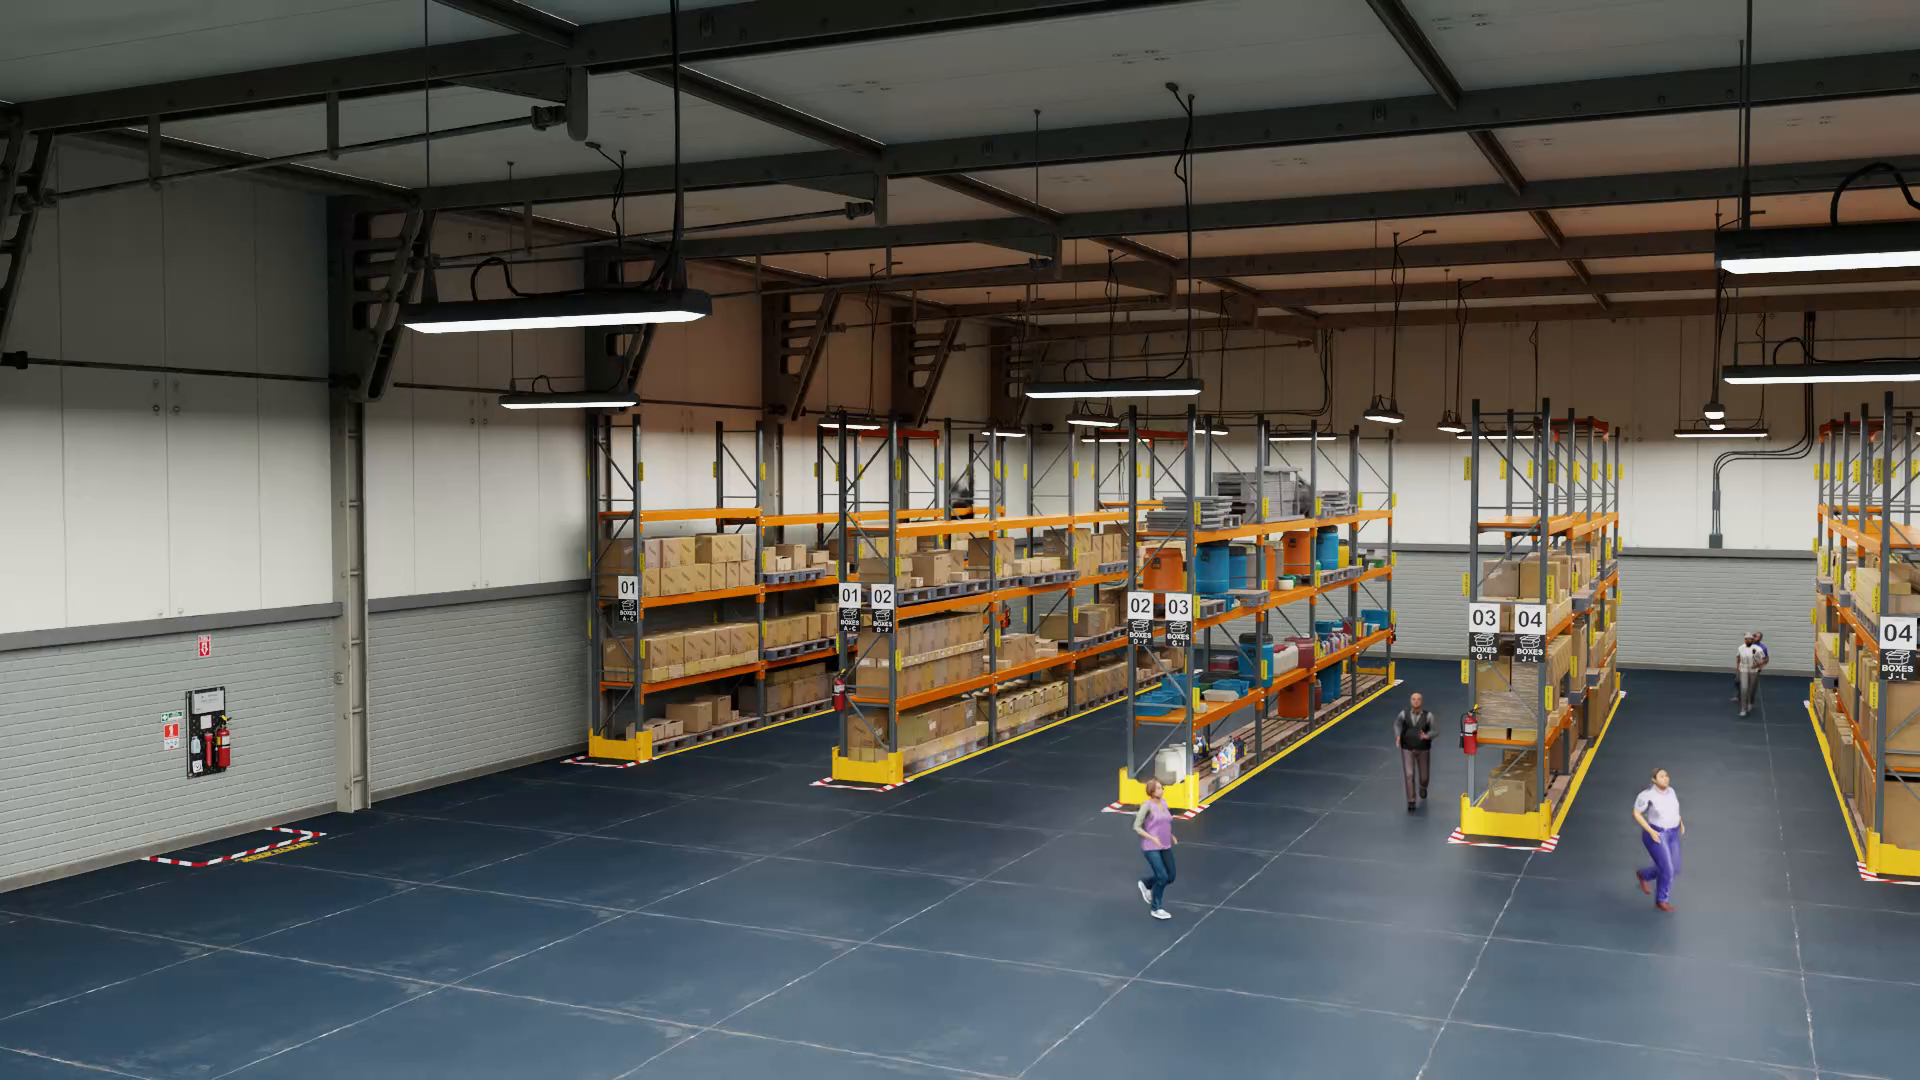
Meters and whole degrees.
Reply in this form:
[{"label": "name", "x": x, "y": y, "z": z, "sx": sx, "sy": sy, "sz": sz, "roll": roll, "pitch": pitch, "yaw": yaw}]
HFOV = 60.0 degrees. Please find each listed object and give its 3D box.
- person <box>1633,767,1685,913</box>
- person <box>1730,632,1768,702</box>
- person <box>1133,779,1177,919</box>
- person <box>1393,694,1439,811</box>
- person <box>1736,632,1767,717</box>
[{"label": "person", "x": 8.024, "y": 3.419, "z": 19.135, "sx": 0.603, "sy": 1.629, "sz": 0.624, "roll": -1, "pitch": 3, "yaw": -23}, {"label": "person", "x": 17.105, "y": 2.743, "z": 36.051, "sx": 0.772, "sy": 1.550, "sz": 0.579, "roll": 2, "pitch": 3, "yaw": 41}, {"label": "person", "x": 2.175, "y": 3.454, "z": 18.700, "sx": 0.534, "sy": 1.546, "sz": 0.565, "roll": -2, "pitch": 3, "yaw": -39}, {"label": "person", "x": 6.782, "y": 3.133, "z": 24.762, "sx": 0.669, "sy": 1.695, "sz": 0.868, "roll": 1, "pitch": 2, "yaw": 18}, {"label": "person", "x": 16.281, "y": 2.744, "z": 34.231, "sx": 0.592, "sy": 1.731, "sz": 0.834, "roll": 2, "pitch": 3, "yaw": 33}]
